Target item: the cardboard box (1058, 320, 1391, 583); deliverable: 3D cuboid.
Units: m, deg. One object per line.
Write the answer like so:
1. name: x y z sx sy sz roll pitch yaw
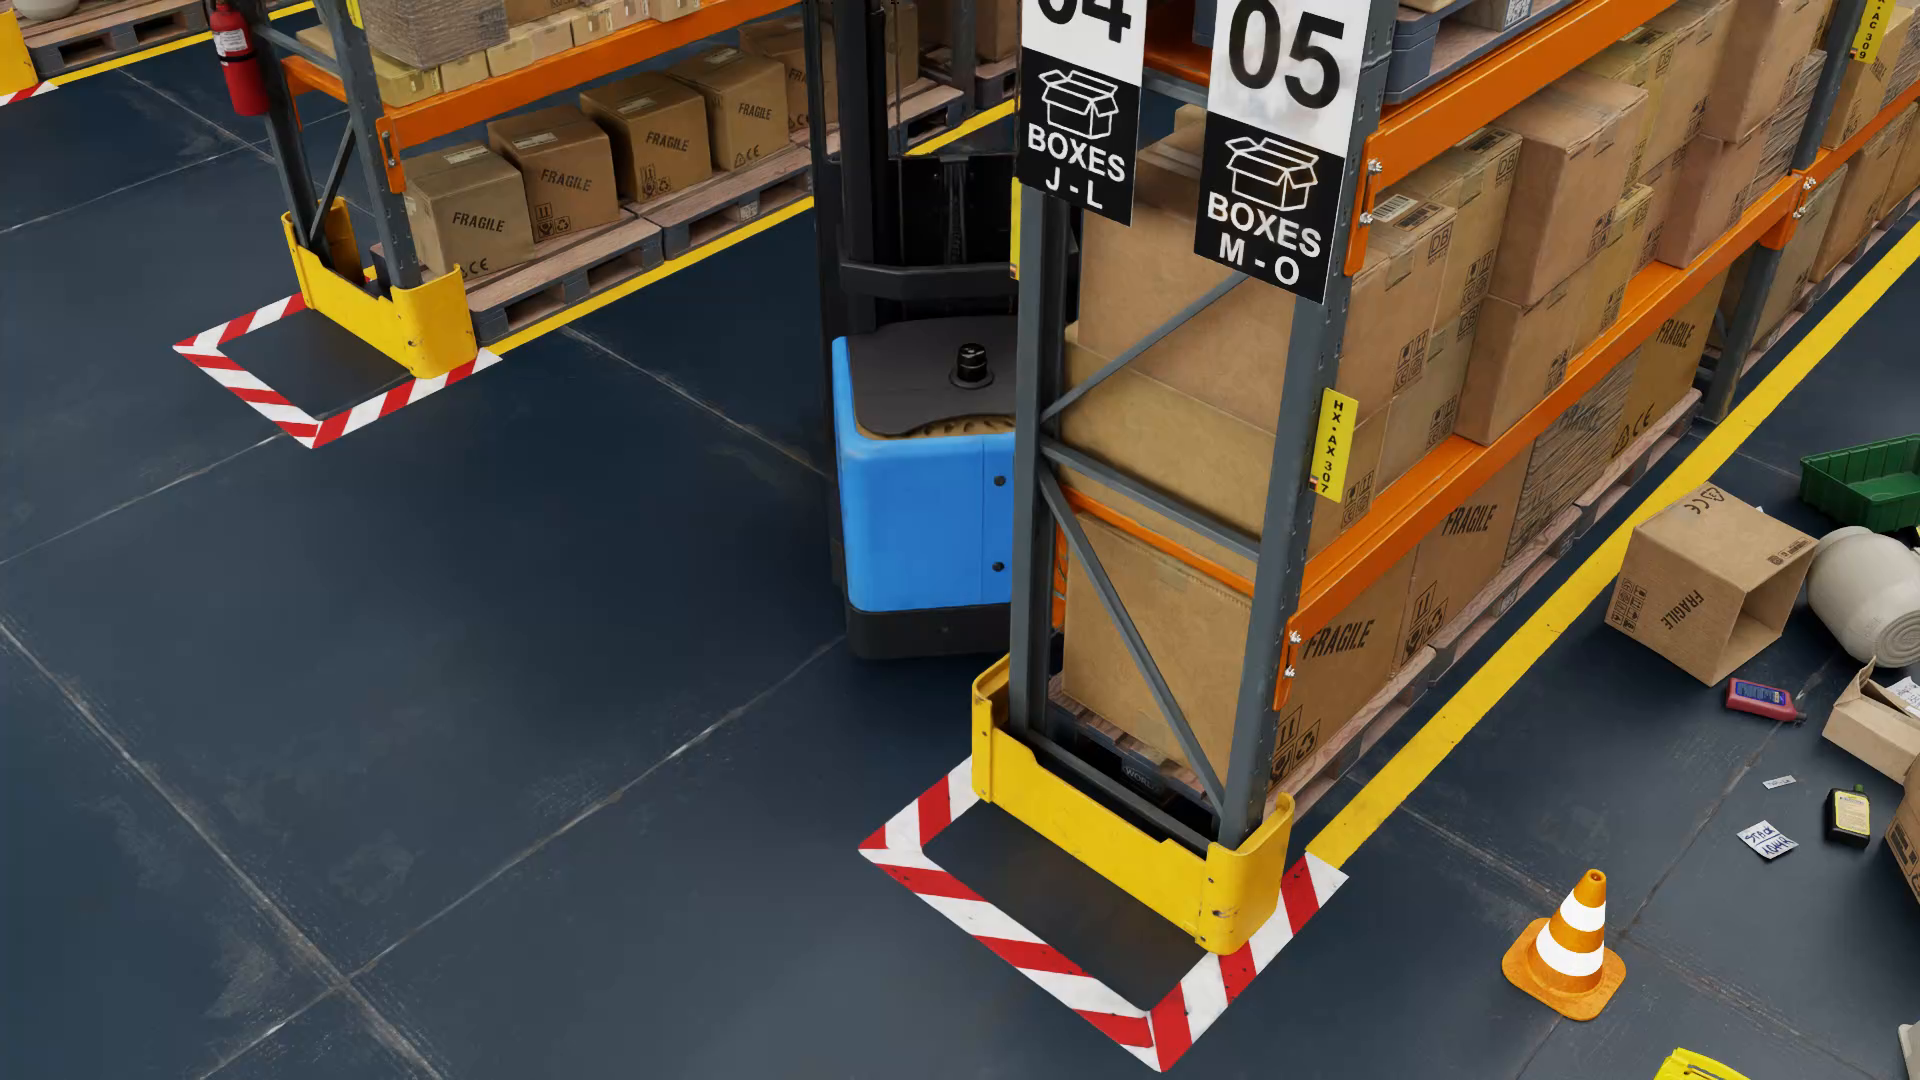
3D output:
1. cardboard box: 0.796 -0.362 5.175 0.875 0.550 0.550 30 47 32

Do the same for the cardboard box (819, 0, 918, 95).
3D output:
1. cardboard box: -0.615 -3.100 10.409 0.500 0.500 0.500 28 46 31

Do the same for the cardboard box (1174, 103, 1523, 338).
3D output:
1. cardboard box: 1.161 -1.041 5.161 0.875 0.550 0.550 30 47 32

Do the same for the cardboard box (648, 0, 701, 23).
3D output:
1. cardboard box: -1.562 -2.824 8.593 0.380 0.149 0.250 30 47 32

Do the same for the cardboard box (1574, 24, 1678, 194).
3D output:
1. cardboard box: 1.901 -1.539 5.787 0.875 0.550 0.500 30 47 32

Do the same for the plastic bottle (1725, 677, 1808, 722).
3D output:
1. plastic bottle: 3.113 0.623 6.417 0.283 0.061 0.133 14 41 17

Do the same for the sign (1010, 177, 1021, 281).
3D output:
1. sign: 0.188 -0.894 4.843 0.100 0.325 0.005 30 47 32

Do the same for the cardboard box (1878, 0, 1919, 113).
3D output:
1. cardboard box: 4.171 -2.351 7.717 0.500 0.500 0.500 30 47 32

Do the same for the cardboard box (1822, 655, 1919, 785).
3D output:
1. cardboard box: 3.478 0.682 6.179 0.258 0.266 0.396 -26 45 -29

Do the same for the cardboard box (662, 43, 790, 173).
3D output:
1. cardboard box: -1.356 -2.515 9.674 0.500 0.500 0.500 25 45 28

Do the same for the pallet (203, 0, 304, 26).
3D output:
1. pallet: -5.278 -4.215 12.381 1.003 0.211 1.213 30 47 32

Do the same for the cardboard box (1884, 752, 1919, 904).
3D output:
1. cardboard box: 3.617 1.025 5.556 0.797 0.503 0.637 2 39 2

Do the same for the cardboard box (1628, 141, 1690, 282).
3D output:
1. cardboard box: 2.232 -1.375 6.448 0.875 0.550 0.550 30 47 32

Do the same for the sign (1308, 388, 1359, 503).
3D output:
1. sign: 0.985 -0.248 4.392 0.100 0.325 0.005 30 47 32

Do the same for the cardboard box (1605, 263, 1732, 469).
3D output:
1. cardboard box: 2.802 -1.025 7.498 0.875 0.875 0.875 30 48 32

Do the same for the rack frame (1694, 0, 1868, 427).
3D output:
1. rack frame: 3.278 -1.951 7.294 1.000 3.000 0.127 30 47 32

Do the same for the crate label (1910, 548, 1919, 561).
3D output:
1. crate label: 4.009 0.149 6.953 0.298 0.136 0.250 2 39 2

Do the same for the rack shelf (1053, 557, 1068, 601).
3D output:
1. rack shelf: 0.497 0.089 6.229 0.258 0.148 0.480 29 55 31

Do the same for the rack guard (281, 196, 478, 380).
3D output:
1. rack guard: -2.963 -1.299 8.482 1.175 0.500 0.348 30 47 32

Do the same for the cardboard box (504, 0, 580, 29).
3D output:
1. cardboard box: -2.374 -2.920 8.192 0.875 0.500 0.500 30 47 32

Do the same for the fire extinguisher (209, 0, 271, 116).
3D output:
1. fire extinguisher: -3.431 -2.353 7.862 0.296 0.674 0.183 30 47 32

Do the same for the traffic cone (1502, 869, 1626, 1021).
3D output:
1. traffic cone: 1.986 1.231 5.330 0.336 0.463 0.334 30 47 32

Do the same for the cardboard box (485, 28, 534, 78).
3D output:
1. cardboard box: -2.283 -2.391 8.048 0.380 0.149 0.250 30 47 32

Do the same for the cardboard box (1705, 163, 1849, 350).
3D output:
1. cardboard box: 3.630 -1.558 8.270 1.050 0.750 0.750 29 47 32

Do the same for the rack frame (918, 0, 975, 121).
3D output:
1. rack frame: -0.315 -4.080 9.972 1.000 3.000 0.127 30 47 32

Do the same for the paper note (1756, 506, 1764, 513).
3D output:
1. paper note: 3.493 -0.100 7.351 0.147 0.020 0.142 2 39 2

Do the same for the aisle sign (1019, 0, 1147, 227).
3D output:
1. aisle sign: 0.310 -1.225 4.291 0.394 0.787 0.004 30 47 32

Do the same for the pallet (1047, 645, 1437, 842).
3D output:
1. pallet: 1.061 0.578 6.354 1.003 0.211 1.213 30 47 32

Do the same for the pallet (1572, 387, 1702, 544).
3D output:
1. pallet: 2.707 -0.543 7.764 1.003 0.211 1.213 30 47 32

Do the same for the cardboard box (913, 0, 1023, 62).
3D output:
1. cardboard box: 0.115 -3.547 10.956 0.700 0.500 0.500 26 45 29

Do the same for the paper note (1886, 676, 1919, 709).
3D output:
1. paper note: 3.712 0.606 6.470 0.155 0.023 0.172 -18 42 -21

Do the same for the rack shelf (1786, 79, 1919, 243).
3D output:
1. rack shelf: 4.627 -2.589 8.673 1.077 0.370 4.000 30 47 32

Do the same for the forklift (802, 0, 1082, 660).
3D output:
1. forklift: -0.076 -1.583 6.885 1.130 2.935 3.031 -4 39 -5

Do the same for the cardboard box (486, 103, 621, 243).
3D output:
1. cardboard box: -2.202 -1.998 9.023 0.500 0.500 0.500 -22 43 -25

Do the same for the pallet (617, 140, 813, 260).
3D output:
1. pallet: -1.565 -2.103 9.725 1.003 0.211 1.213 30 47 32

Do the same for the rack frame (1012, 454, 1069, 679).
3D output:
1. rack frame: 0.329 0.181 6.063 0.240 1.200 0.015 29 55 31

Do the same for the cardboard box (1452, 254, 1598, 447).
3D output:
1. cardboard box: 1.621 -0.828 5.761 0.875 0.550 0.550 30 47 32

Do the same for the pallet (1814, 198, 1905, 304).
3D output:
1. pallet: 4.566 -1.809 9.356 1.003 0.211 1.213 30 47 32

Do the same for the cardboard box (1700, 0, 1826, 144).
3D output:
1. cardboard box: 2.718 -1.976 6.337 0.875 0.550 0.550 30 47 32

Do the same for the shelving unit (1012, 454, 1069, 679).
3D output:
1. shelving unit: 0.490 0.041 6.182 0.258 1.200 0.503 29 55 31

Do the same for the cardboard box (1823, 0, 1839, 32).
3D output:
1. cardboard box: 3.608 -2.612 7.242 0.700 0.500 0.500 29 47 31

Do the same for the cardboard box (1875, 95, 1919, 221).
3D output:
1. cardboard box: 4.912 -2.428 9.363 1.050 0.750 0.750 30 48 32

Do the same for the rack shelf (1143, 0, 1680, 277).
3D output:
1. rack shelf: 1.928 -1.925 5.429 1.077 0.370 4.000 30 47 32

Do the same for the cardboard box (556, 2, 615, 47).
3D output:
1. cardboard box: -1.956 -2.626 8.344 0.380 0.149 0.250 30 47 32

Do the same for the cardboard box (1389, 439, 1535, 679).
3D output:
1. cardboard box: 1.580 -0.191 6.450 0.875 0.875 0.875 29 47 31

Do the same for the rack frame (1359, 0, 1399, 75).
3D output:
1. rack frame: 0.579 -2.462 3.116 1.000 3.000 0.127 30 47 32

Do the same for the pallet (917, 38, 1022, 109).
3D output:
1. pallet: 0.209 -3.347 11.290 1.003 0.211 1.213 30 47 32

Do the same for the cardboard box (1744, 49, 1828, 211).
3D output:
1. cardboard box: 3.038 -1.836 7.028 0.875 0.550 0.550 30 47 32

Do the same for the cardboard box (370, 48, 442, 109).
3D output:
1. cardboard box: -2.646 -2.175 7.777 0.380 0.149 0.250 30 47 32

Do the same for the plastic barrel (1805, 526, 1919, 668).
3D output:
1. plastic barrel: 3.645 0.222 6.630 0.421 0.421 0.512 -5 39 -6
